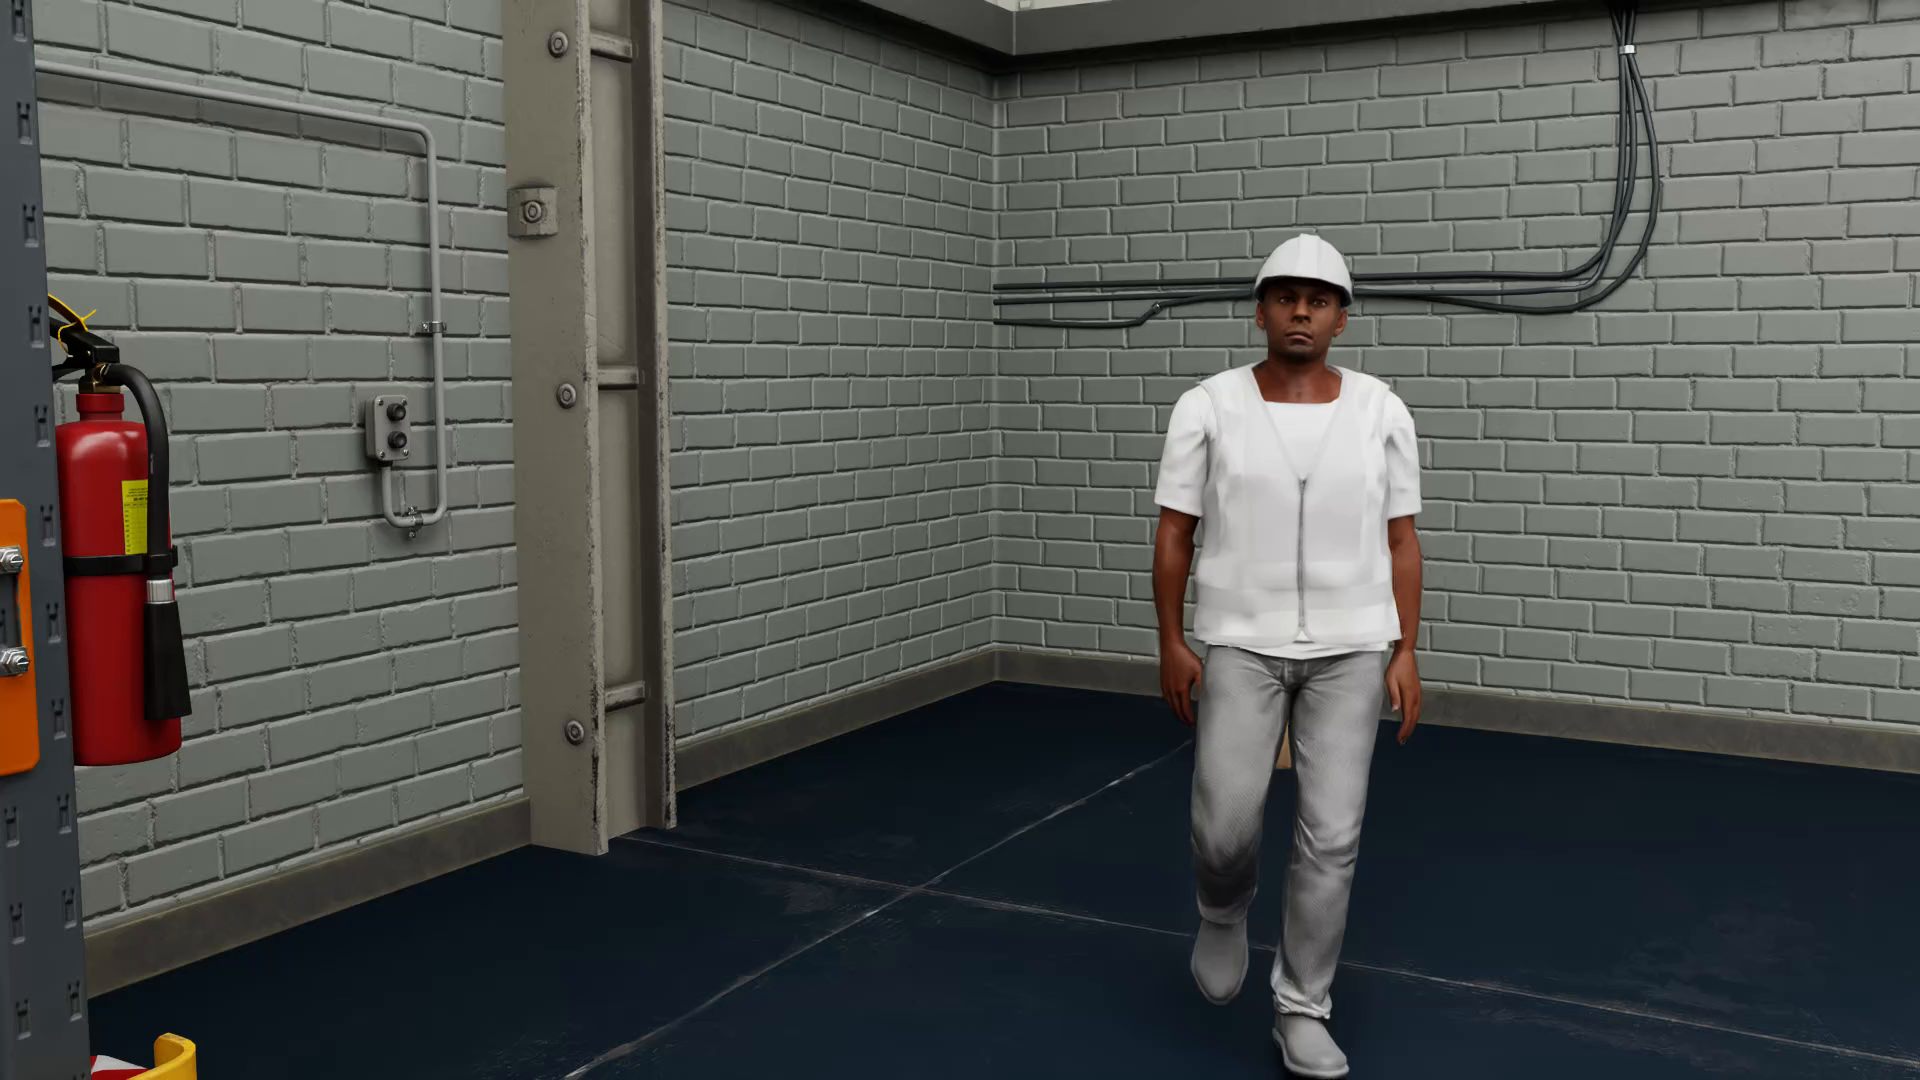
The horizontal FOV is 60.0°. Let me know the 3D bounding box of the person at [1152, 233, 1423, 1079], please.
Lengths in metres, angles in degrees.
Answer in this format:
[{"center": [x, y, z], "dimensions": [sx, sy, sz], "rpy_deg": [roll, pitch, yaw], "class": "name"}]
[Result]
[{"center": [0.701, 0.229, 3.584], "dimensions": [0.571, 1.754, 0.556], "rpy_deg": [0, 6, 4], "class": "person"}]
